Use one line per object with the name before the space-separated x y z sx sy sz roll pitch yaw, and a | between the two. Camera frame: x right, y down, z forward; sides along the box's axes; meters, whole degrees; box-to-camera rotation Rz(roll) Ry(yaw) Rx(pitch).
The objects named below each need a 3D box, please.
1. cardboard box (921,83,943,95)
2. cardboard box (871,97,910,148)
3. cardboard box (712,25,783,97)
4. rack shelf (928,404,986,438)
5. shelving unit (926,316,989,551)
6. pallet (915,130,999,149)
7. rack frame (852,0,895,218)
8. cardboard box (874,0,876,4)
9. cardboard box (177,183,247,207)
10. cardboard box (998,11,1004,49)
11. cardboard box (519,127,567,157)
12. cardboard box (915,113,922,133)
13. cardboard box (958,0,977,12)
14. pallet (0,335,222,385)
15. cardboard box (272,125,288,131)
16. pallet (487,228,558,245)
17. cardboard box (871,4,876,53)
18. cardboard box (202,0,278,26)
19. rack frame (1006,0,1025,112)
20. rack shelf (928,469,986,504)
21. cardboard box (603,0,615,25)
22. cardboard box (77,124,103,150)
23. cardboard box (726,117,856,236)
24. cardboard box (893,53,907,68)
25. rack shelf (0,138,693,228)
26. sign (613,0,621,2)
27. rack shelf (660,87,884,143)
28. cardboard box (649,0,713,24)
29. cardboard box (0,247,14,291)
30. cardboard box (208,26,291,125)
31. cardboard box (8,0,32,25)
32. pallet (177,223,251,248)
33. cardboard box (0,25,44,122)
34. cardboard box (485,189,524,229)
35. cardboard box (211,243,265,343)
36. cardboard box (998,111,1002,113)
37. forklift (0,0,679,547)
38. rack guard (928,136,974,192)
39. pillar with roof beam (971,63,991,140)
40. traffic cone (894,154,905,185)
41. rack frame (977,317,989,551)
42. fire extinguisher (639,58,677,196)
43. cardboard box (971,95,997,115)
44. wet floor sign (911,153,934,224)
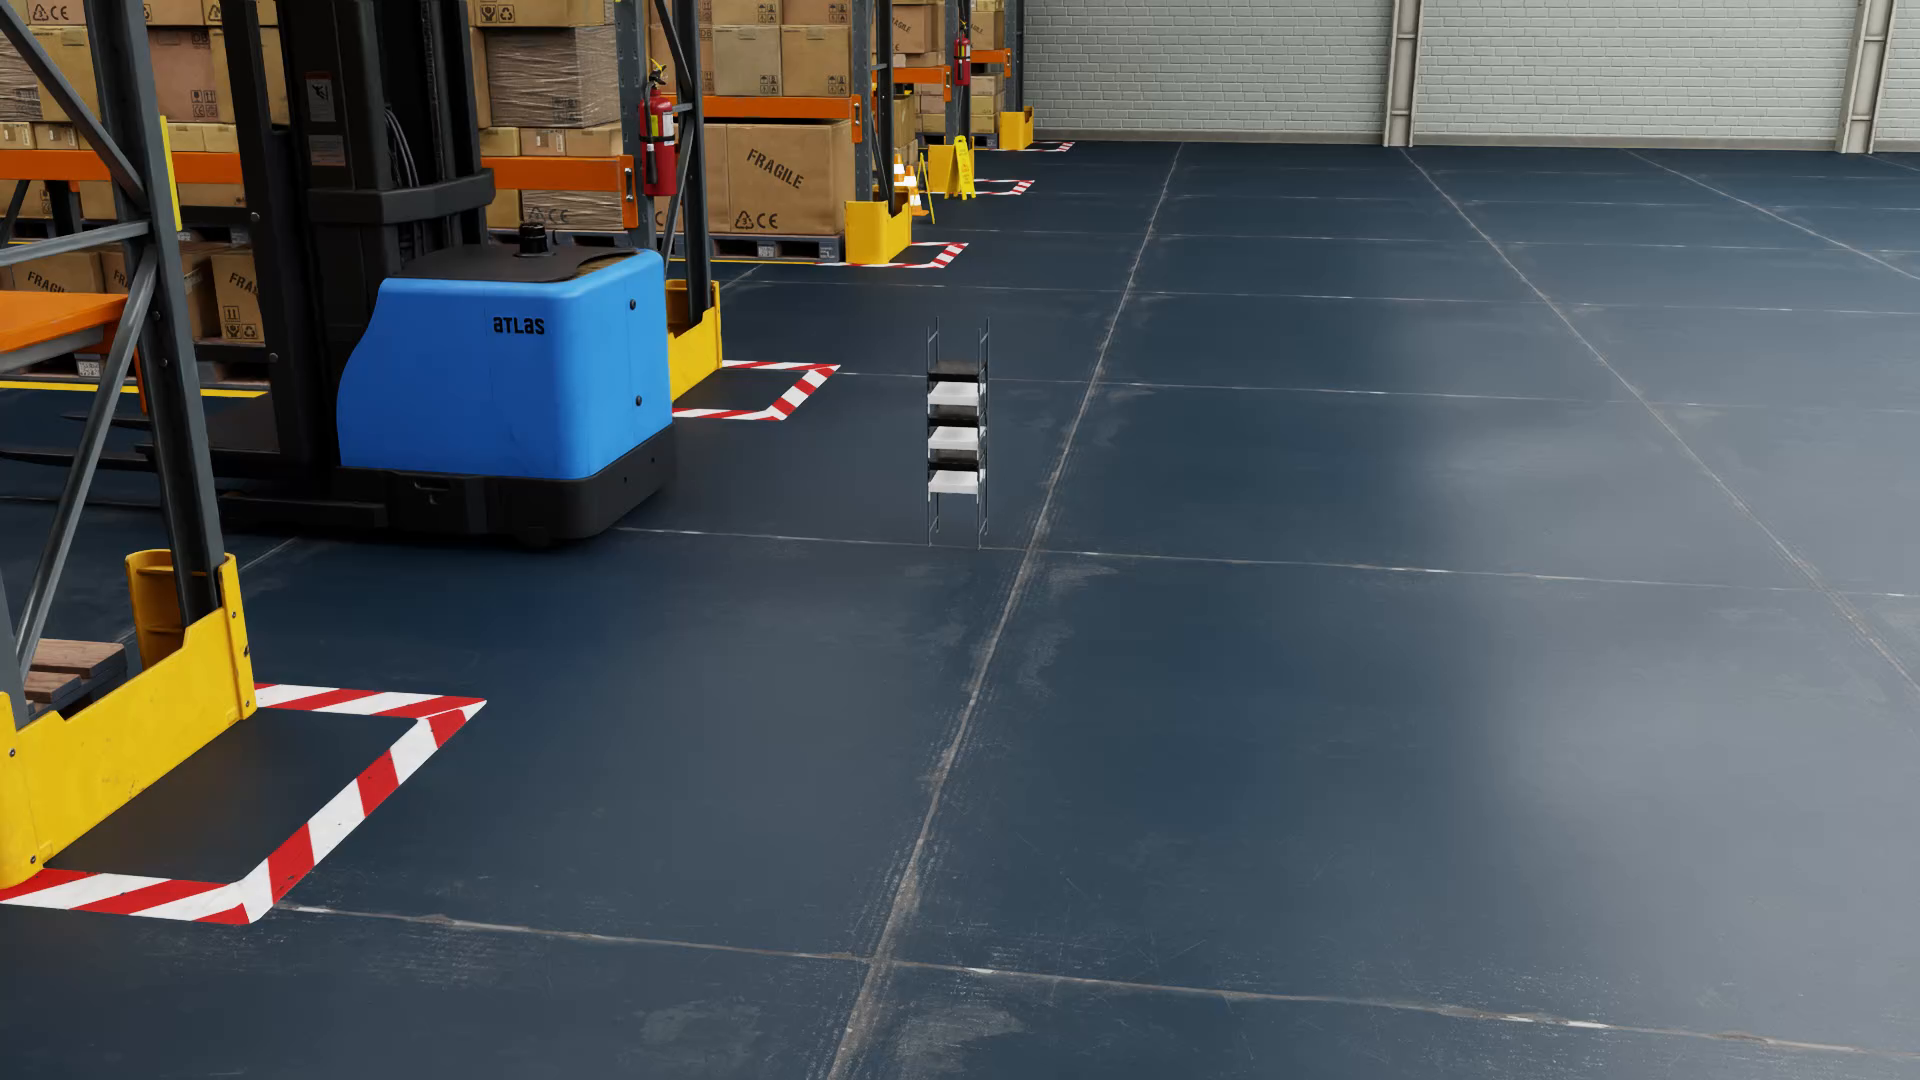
cardboard box | -0.243 -6.272 22.917 0.500 0.250 0.500 3 19 10
cardboard box | -0.850 -4.608 18.336 0.500 0.500 0.500 3 19 9
cardboard box | -1.623 -3.939 13.611 0.550 0.550 0.875 3 19 9
rack shelf | -0.008 -0.481 6.644 0.200 0.077 0.258 3 19 9
shelving unit | -0.008 -0.427 6.662 0.210 0.900 0.258 3 19 9
pallet | 0.004 -5.656 23.375 1.213 0.211 1.003 3 19 9
rack frame | -0.703 -3.842 13.559 0.127 3.000 1.000 3 19 9
cardboard box | -1.055 -6.046 17.943 0.500 0.500 0.700 3 19 9
cardboard box | -6.232 -3.229 14.609 0.750 0.750 1.050 3 19 9
cardboard box | 0.321 -7.113 23.176 0.500 0.500 0.500 4 19 10
cardboard box | -2.151 -2.137 8.858 0.250 0.149 0.380 3 19 9
cardboard box | -0.730 -5.829 23.169 0.500 0.250 0.500 3 19 9
cardboard box | 0.122 -7.242 22.539 0.250 0.149 0.380 3 19 10
pallet | -4.870 -1.150 9.906 1.213 0.211 1.003 3 19 9
cardboard box | -3.637 -2.201 9.049 0.250 0.149 0.380 3 19 9
pallet | -3.914 -2.658 14.415 1.213 0.211 1.003 3 19 9
cardboard box | -1.091 -5.554 18.049 0.500 0.500 0.500 3 19 9
cardboard box | -3.652 -2.983 8.790 0.500 0.500 0.500 3 19 9
rack frame | 0.766 -6.953 22.857 0.127 3.000 1.000 3 19 9
rack shelf | -0.008 -0.225 6.729 0.200 0.077 0.258 3 19 9
cardboard box | -2.090 -3.069 9.046 0.500 0.500 0.500 3 19 9
cardboard box | -4.630 -2.240 9.167 0.250 0.149 0.380 3 19 9
cardboard box | -1.383 -3.047 13.870 0.875 0.875 0.875 3 19 9
cardboard box | -0.689 -5.209 18.039 0.250 0.149 0.380 3 19 8
rack shelf | -3.564 -2.053 9.345 4.000 0.370 1.077 3 19 9
sign | -1.698 -2.819 8.179 0.005 0.325 0.100 3 19 9
rack shelf | -2.678 -3.602 13.974 4.000 0.370 1.077 3 19 9
cardboard box | -2.152 -4.526 13.664 0.550 0.550 0.875 3 19 9
cardboard box | -6.142 -1.556 9.971 0.500 0.500 0.700 1 19 4
cardboard box | -3.620 -2.573 9.140 0.500 0.500 0.875 3 19 9
cardboard box | -5.135 -3.055 9.004 0.500 0.500 0.500 3 19 9
pallet | -6.634 -2.797 14.830 1.213 0.211 1.003 3 19 9
cardboard box | -5.105 -2.641 9.343 0.500 0.500 0.875 3 19 9
cardboard box | -4.043 -3.181 14.271 0.875 0.875 0.875 3 19 9
cardboard box | -3.958 -1.443 9.665 0.500 0.500 0.500 1 19 4
cardboard box | 0.312 -5.934 23.484 0.500 0.250 0.500 3 19 9
forklift | -2.834 -1.581 6.908 3.031 2.935 1.130 4 19 11
rack guard | -0.093 -4.216 18.617 0.348 0.500 1.175 3 19 9
pillar with roof beam | -0.462 -8.767 18.823 0.400 9.000 9.100 3 19 9
traffic cone | -0.647 -3.813 17.468 0.334 0.463 0.336 3 19 9
rack frame | 0.092 -0.422 6.646 0.006 0.900 0.240 3 19 9
fire extinguisher | -1.550 -2.107 8.494 0.183 0.674 0.296 3 19 9
cardboard box | 0.236 -6.012 22.928 0.500 0.250 0.500 3 19 8
wet floor sign | -0.361 -3.345 15.782 0.232 0.644 0.267 0 19 -1
